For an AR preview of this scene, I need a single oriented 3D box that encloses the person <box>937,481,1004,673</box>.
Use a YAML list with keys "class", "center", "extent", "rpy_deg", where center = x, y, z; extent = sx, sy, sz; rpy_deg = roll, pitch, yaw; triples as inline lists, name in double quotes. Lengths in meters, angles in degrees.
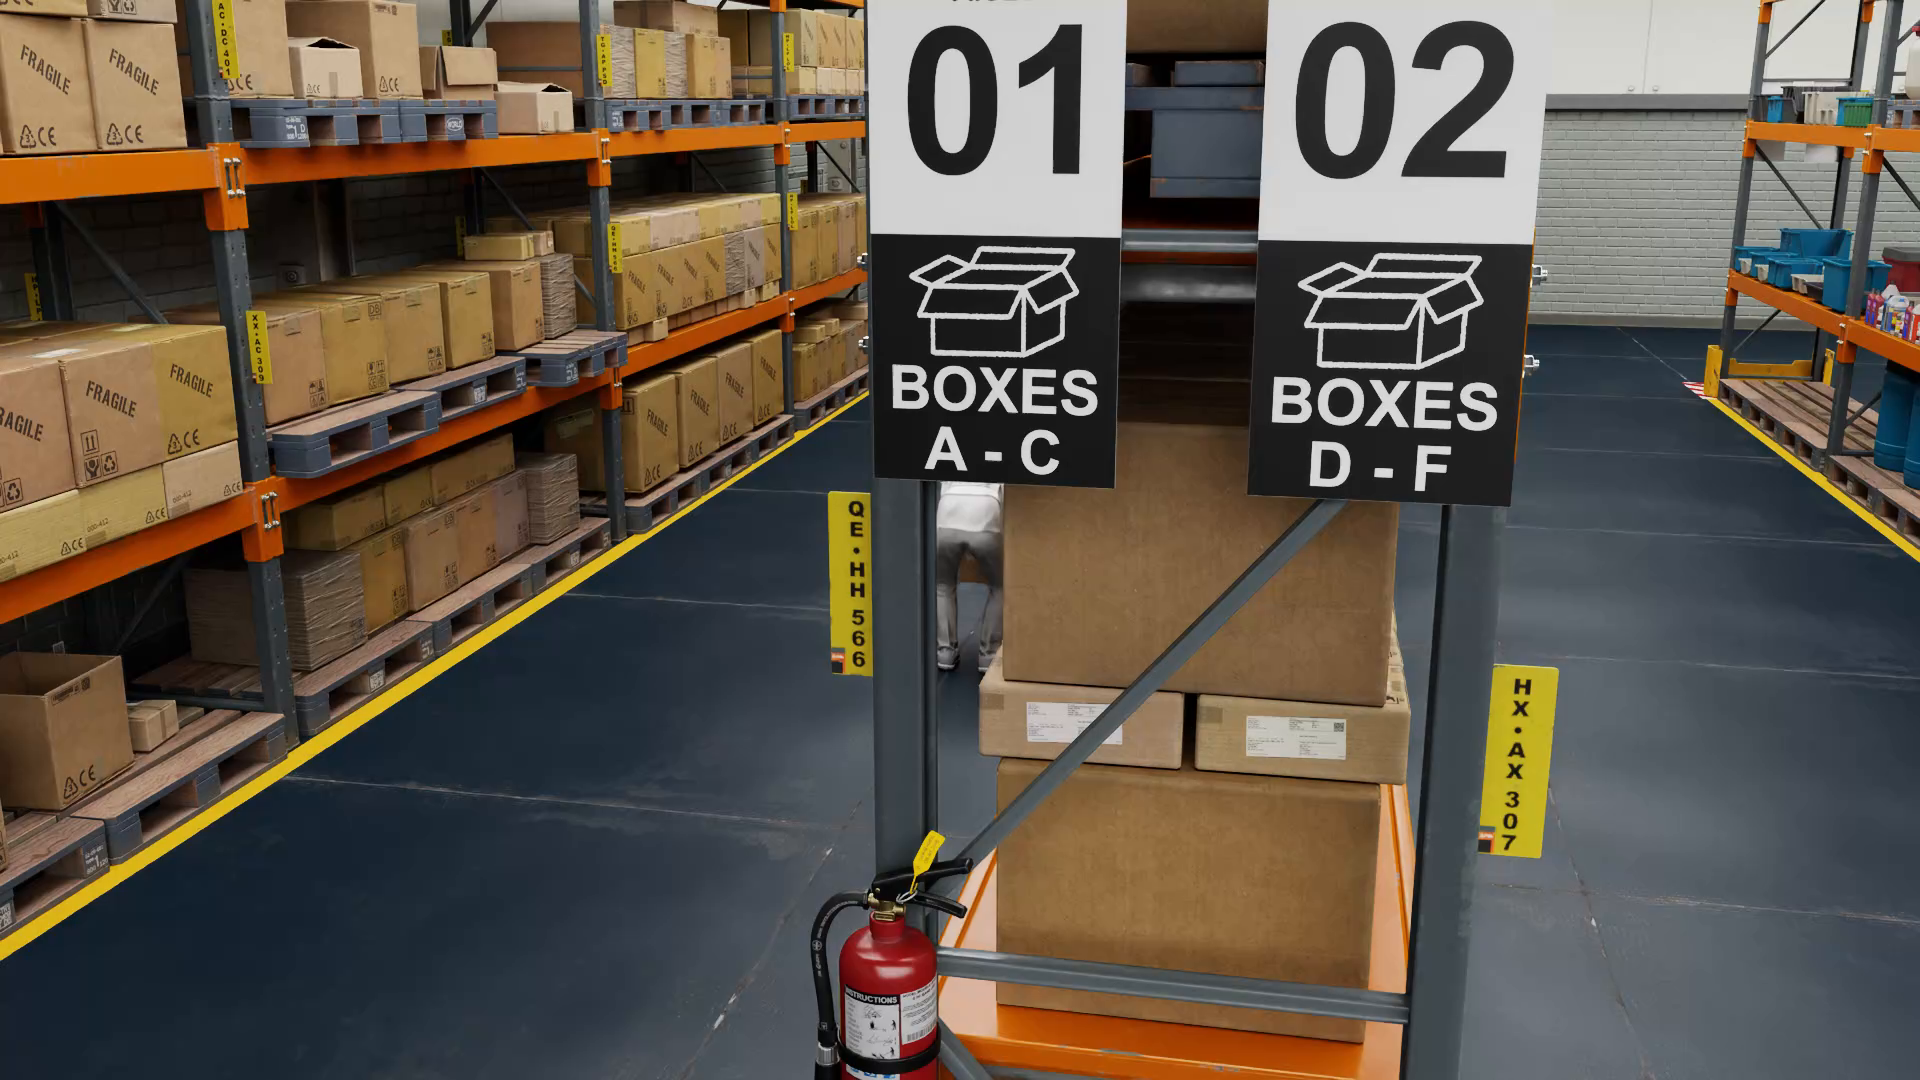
- class: "person"
  center: [0.089, 0.068, 9.190]
  extent: [0.432, 1.190, 0.908]
  rpy_deg: [2, 15, 9]
